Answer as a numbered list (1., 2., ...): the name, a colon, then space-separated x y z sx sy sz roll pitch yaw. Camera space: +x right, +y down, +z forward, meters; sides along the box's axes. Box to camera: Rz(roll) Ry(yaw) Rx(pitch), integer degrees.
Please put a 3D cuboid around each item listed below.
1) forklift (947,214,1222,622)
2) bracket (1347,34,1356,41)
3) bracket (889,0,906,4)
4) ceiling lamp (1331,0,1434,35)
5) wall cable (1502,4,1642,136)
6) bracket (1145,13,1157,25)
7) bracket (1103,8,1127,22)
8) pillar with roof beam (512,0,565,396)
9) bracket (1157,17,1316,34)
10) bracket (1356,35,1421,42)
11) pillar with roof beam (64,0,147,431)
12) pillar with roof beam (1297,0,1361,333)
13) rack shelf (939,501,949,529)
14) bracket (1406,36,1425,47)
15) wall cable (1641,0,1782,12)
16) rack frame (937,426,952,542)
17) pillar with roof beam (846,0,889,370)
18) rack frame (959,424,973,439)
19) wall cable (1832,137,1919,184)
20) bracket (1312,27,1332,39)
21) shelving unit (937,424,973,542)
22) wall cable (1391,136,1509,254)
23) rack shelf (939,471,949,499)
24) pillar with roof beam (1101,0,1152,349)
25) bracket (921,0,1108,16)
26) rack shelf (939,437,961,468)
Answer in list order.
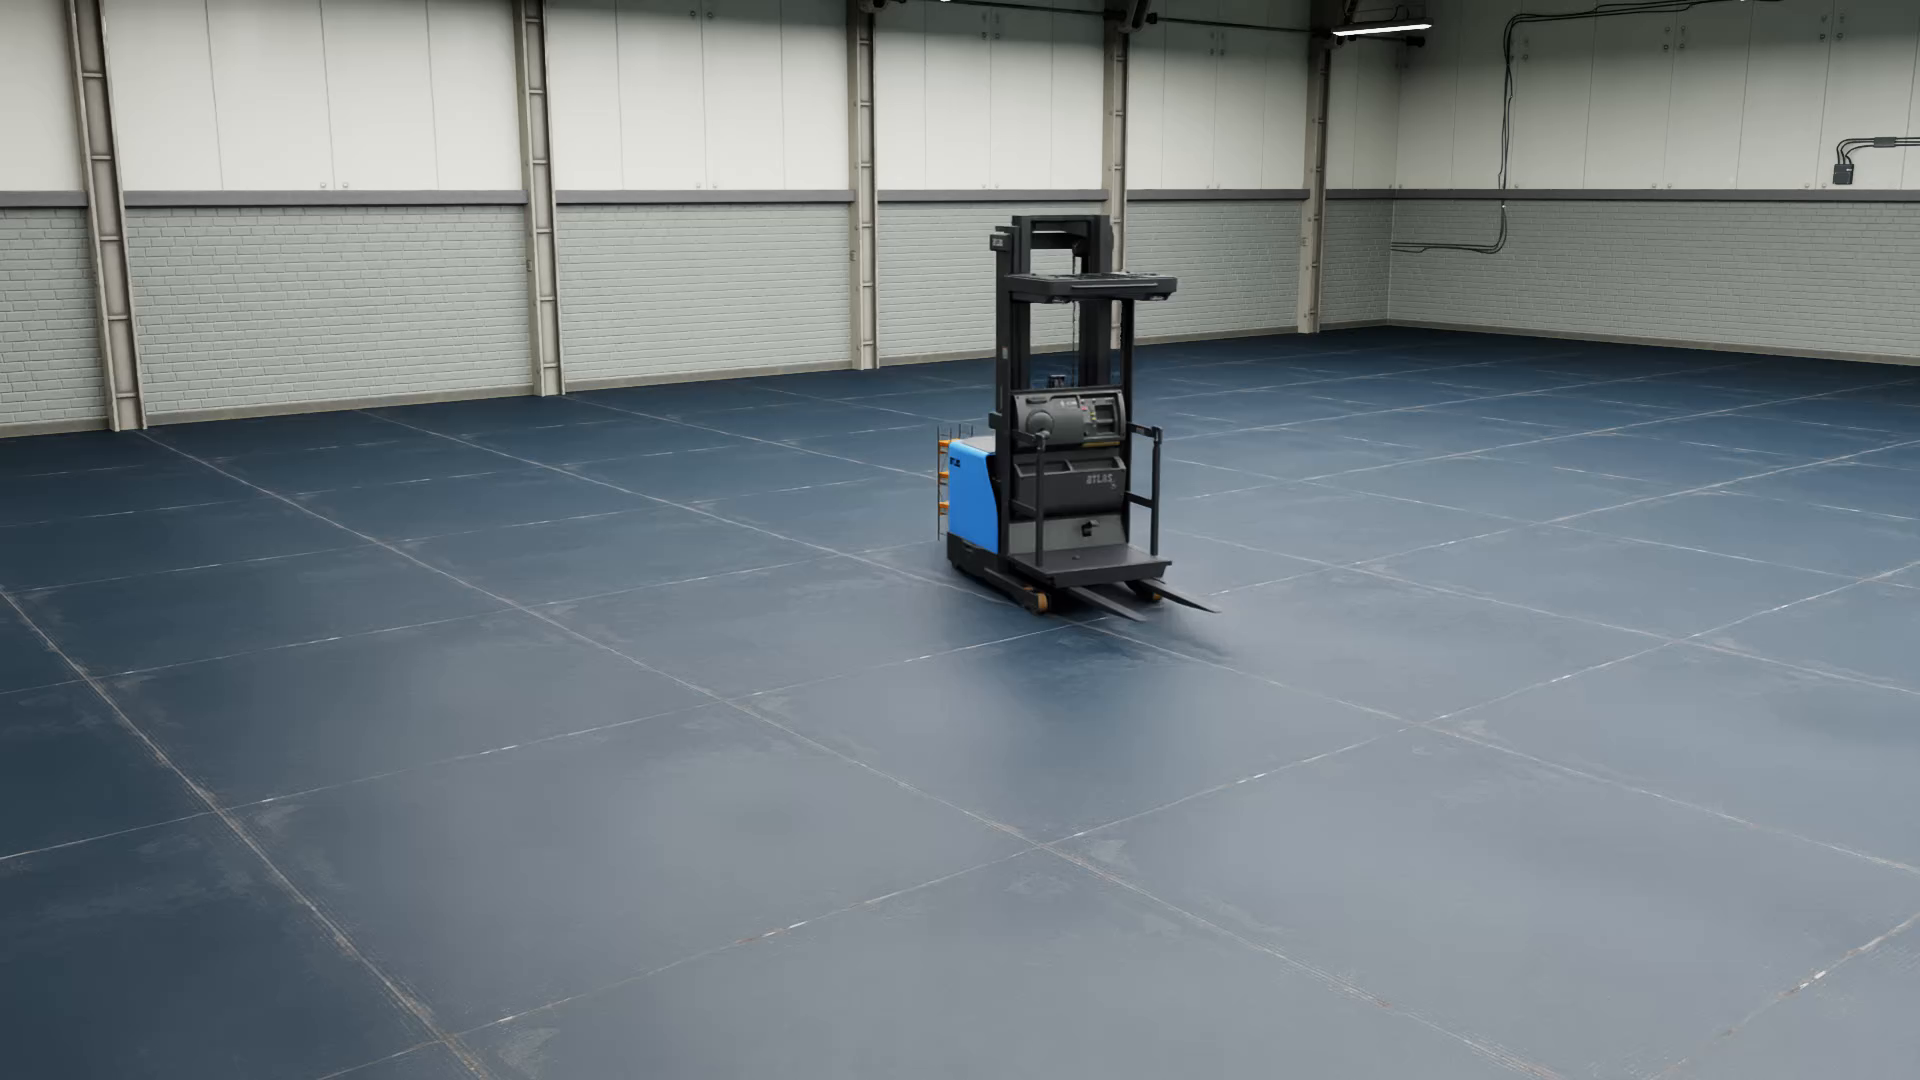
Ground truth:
1. forklift: 0.939 -0.976 12.667 1.130 2.935 3.031 -5 13 -23
2. bracket: 8.239 -10.751 35.429 0.430 0.232 0.235 -9 15 -38
3. bracket: -1.131 -9.194 28.096 0.430 0.232 0.235 -9 15 -38
4. ceiling lamp: 7.643 -10.578 29.225 0.800 3.185 2.000 -9 15 -38
5. wall cable: 12.510 -9.675 34.342 0.112 2.526 3.097 -9 15 -38
6. bracket: 3.554 -9.973 31.763 0.430 0.232 0.235 -9 15 -38
7. bracket: 2.906 -9.865 31.255 0.430 0.232 0.235 -9 15 -38
8. pillar with roof beam: -3.672 -5.960 21.533 0.400 9.000 9.100 -9 15 -38
9. bracket: 5.579 -10.309 33.348 4.783 0.066 0.076 -9 15 -38
10. bracket: 9.629 -10.982 36.517 3.189 0.066 0.076 -9 15 -38
11. pillar with roof beam: -8.358 -5.182 17.866 0.400 9.000 9.100 -9 15 -38
12. pillar with roof beam: 10.383 -8.296 32.532 0.548 9.000 9.100 -9 15 -38
13. rack shelf: -0.042 -0.224 15.047 0.240 0.259 0.215 -9 15 -38
14. bracket: 10.090 -11.059 36.877 0.430 0.232 0.235 -9 15 -38
15. wall cable: 14.443 -11.398 31.506 0.112 2.526 3.097 -9 15 -38
16. rack frame: -0.137 -0.491 14.912 0.008 1.050 0.200 -9 15 -38
17. pillar with roof beam: 1.013 -6.739 25.199 0.548 9.000 9.100 -9 15 -38
18. rack frame: 0.053 -0.522 15.062 0.008 1.050 0.200 -9 15 -38
19. wall cable: 16.738 -9.284 28.997 0.169 6.003 2.305 -9 15 -38
20. bracket: 7.591 -10.643 34.922 0.430 0.232 0.235 -9 15 -38
21. shelving unit: -0.042 -0.507 14.987 0.252 1.050 0.215 -9 15 -38
22. wall cable: 10.820 -7.643 36.933 0.112 2.526 3.097 -9 15 -38
23. rack shelf: -0.042 -0.496 14.989 0.240 0.259 0.215 -9 15 -38
24. pillar with roof beam: 5.698 -7.517 28.866 0.548 9.000 9.100 -9 15 -38
25. bracket: 0.894 -9.531 29.681 4.783 0.066 0.076 -9 15 -38
26. rack shelf: -0.042 -0.774 14.930 0.240 0.259 0.215 -9 15 -38
